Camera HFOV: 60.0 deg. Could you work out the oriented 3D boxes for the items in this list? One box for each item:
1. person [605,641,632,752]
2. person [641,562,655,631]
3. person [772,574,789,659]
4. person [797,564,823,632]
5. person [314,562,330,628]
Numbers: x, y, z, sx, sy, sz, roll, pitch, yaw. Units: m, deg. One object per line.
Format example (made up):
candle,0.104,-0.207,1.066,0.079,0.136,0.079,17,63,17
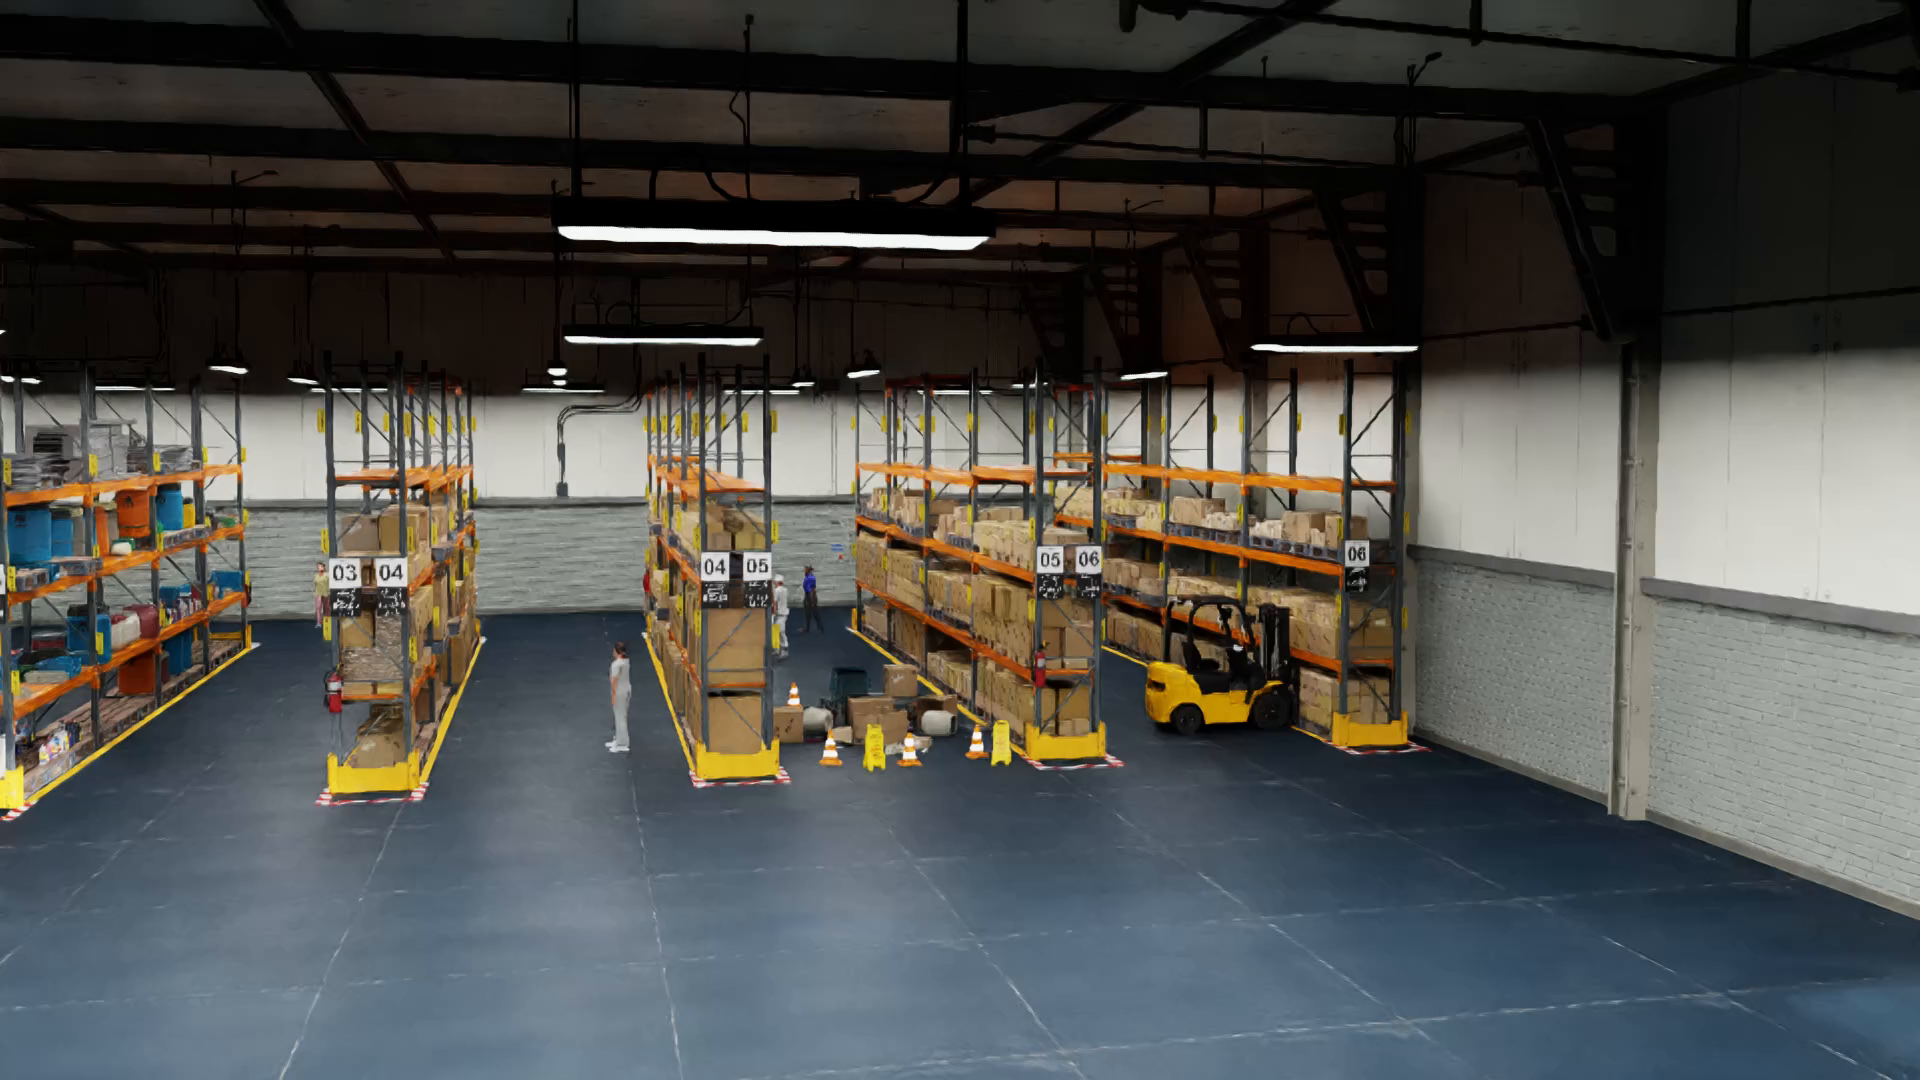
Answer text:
person,-5.254,2.380,25.501,0.477,1.675,0.487,1,4,17
person,-7.423,1.347,40.325,0.599,1.715,0.580,3,5,35
person,-3.891,1.620,35.571,0.577,1.785,0.655,1,4,16
person,-3.590,1.403,40.032,0.526,1.637,0.590,-2,5,-28
person,-15.717,1.336,41.058,0.456,1.612,1.019,-1,4,-14
